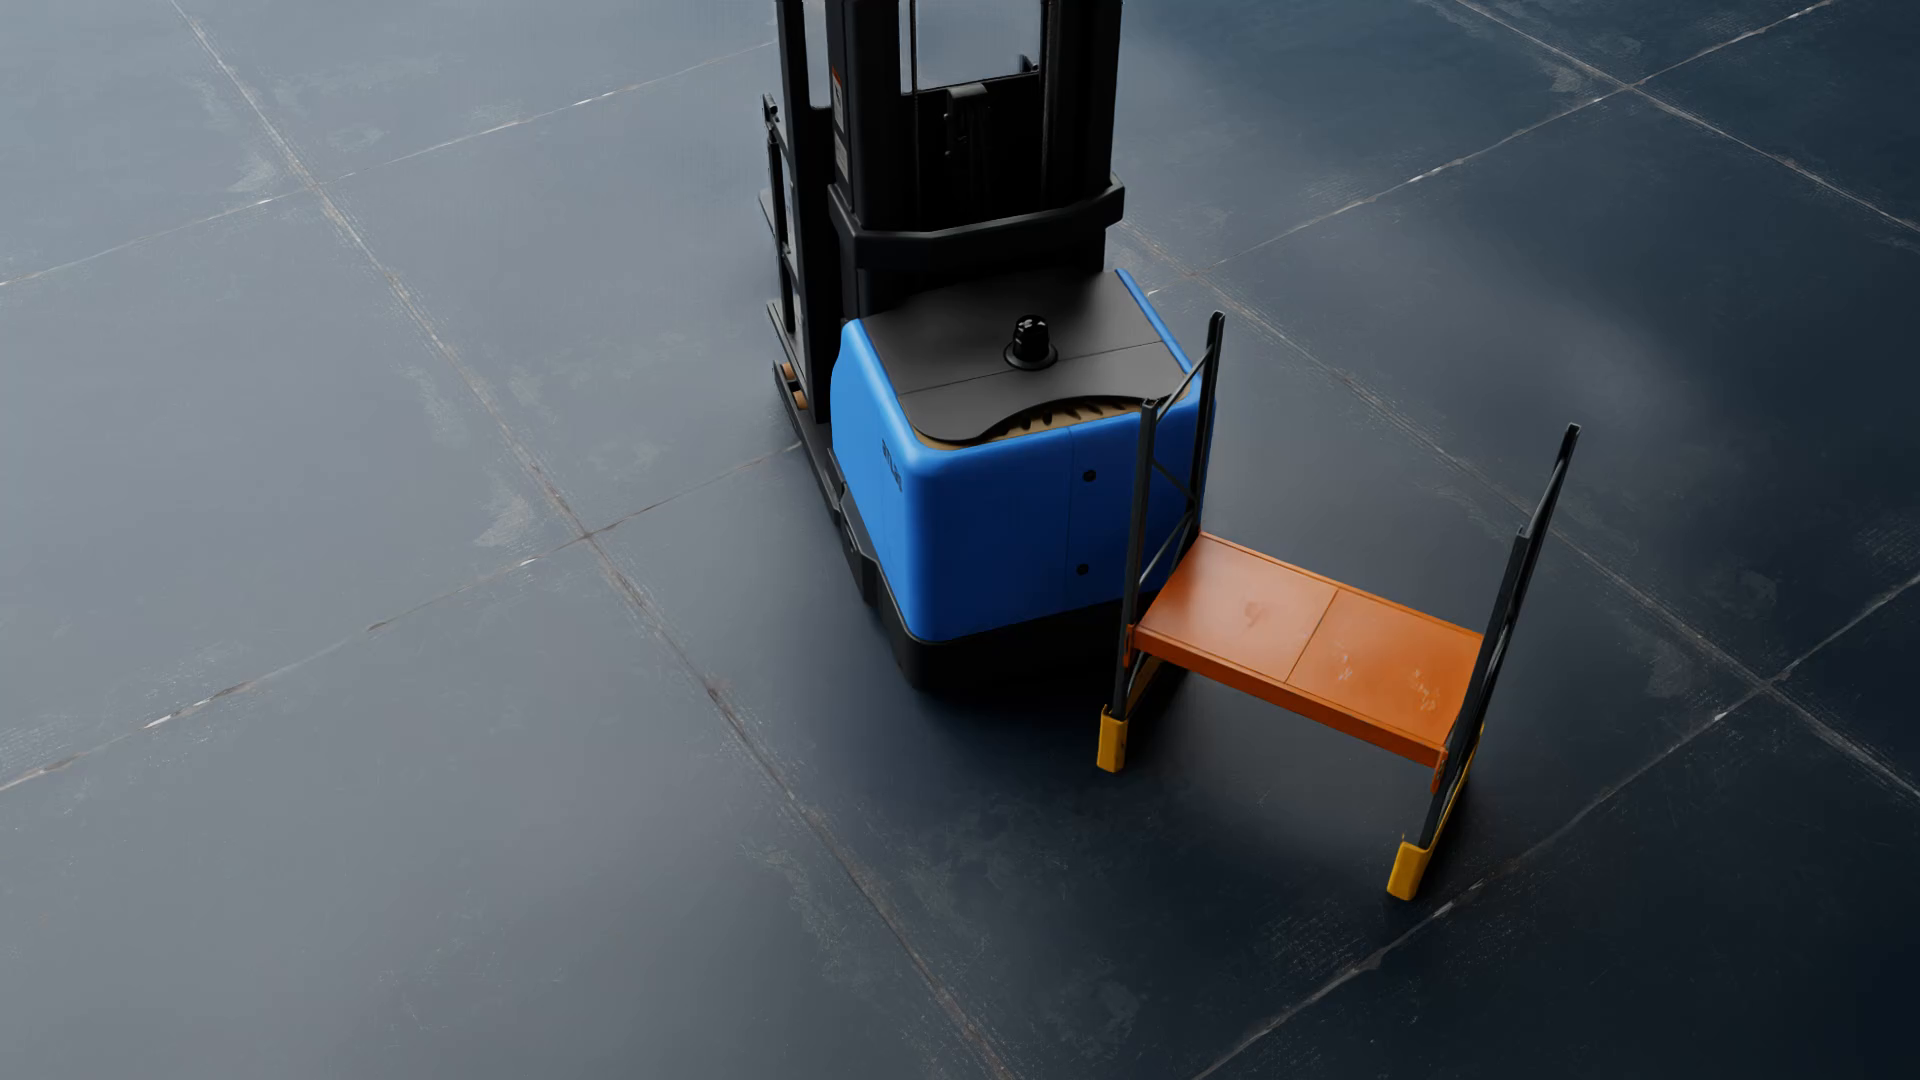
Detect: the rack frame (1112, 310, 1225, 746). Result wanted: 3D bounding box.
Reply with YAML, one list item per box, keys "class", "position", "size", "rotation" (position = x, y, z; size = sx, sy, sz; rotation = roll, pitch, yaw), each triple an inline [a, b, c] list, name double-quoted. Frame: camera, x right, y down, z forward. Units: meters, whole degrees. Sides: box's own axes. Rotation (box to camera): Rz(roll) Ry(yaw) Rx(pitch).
- class: "rack frame"
  position: [0.623, 0.037, 5.125]
  size: [0.032, 1.500, 0.500]
  rotation: [22, 48, 21]

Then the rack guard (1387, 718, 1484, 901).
- class: "rack guard"
  position: [1.489, 0.830, 5.199]
  size: [0.087, 0.250, 0.587]
  rotation: [22, 48, 21]

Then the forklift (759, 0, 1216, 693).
- class: "forklift"
  position: [-0.124, -1.579, 5.781]
  size: [1.130, 2.935, 3.031]
  rotation: [-13, 45, -13]

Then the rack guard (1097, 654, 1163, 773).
- class: "rack guard"
  position: [0.625, 0.489, 5.557]
  size: [0.087, 0.250, 0.587]
  rotation: [22, 48, 21]

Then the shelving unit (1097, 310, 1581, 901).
- class: "shelving unit"
  position: [1.057, 0.208, 4.946]
  size: [1.083, 1.500, 0.587]
  rotation: [22, 48, 21]

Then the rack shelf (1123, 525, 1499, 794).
- class: "rack shelf"
  position: [1.065, 0.341, 5.067]
  size: [1.000, 0.185, 0.538]
  rotation: [22, 48, 21]

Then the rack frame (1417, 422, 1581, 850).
- class: "rack frame"
  position: [1.506, 0.385, 4.760]
  size: [0.032, 1.500, 0.500]
  rotation: [22, 48, 21]
